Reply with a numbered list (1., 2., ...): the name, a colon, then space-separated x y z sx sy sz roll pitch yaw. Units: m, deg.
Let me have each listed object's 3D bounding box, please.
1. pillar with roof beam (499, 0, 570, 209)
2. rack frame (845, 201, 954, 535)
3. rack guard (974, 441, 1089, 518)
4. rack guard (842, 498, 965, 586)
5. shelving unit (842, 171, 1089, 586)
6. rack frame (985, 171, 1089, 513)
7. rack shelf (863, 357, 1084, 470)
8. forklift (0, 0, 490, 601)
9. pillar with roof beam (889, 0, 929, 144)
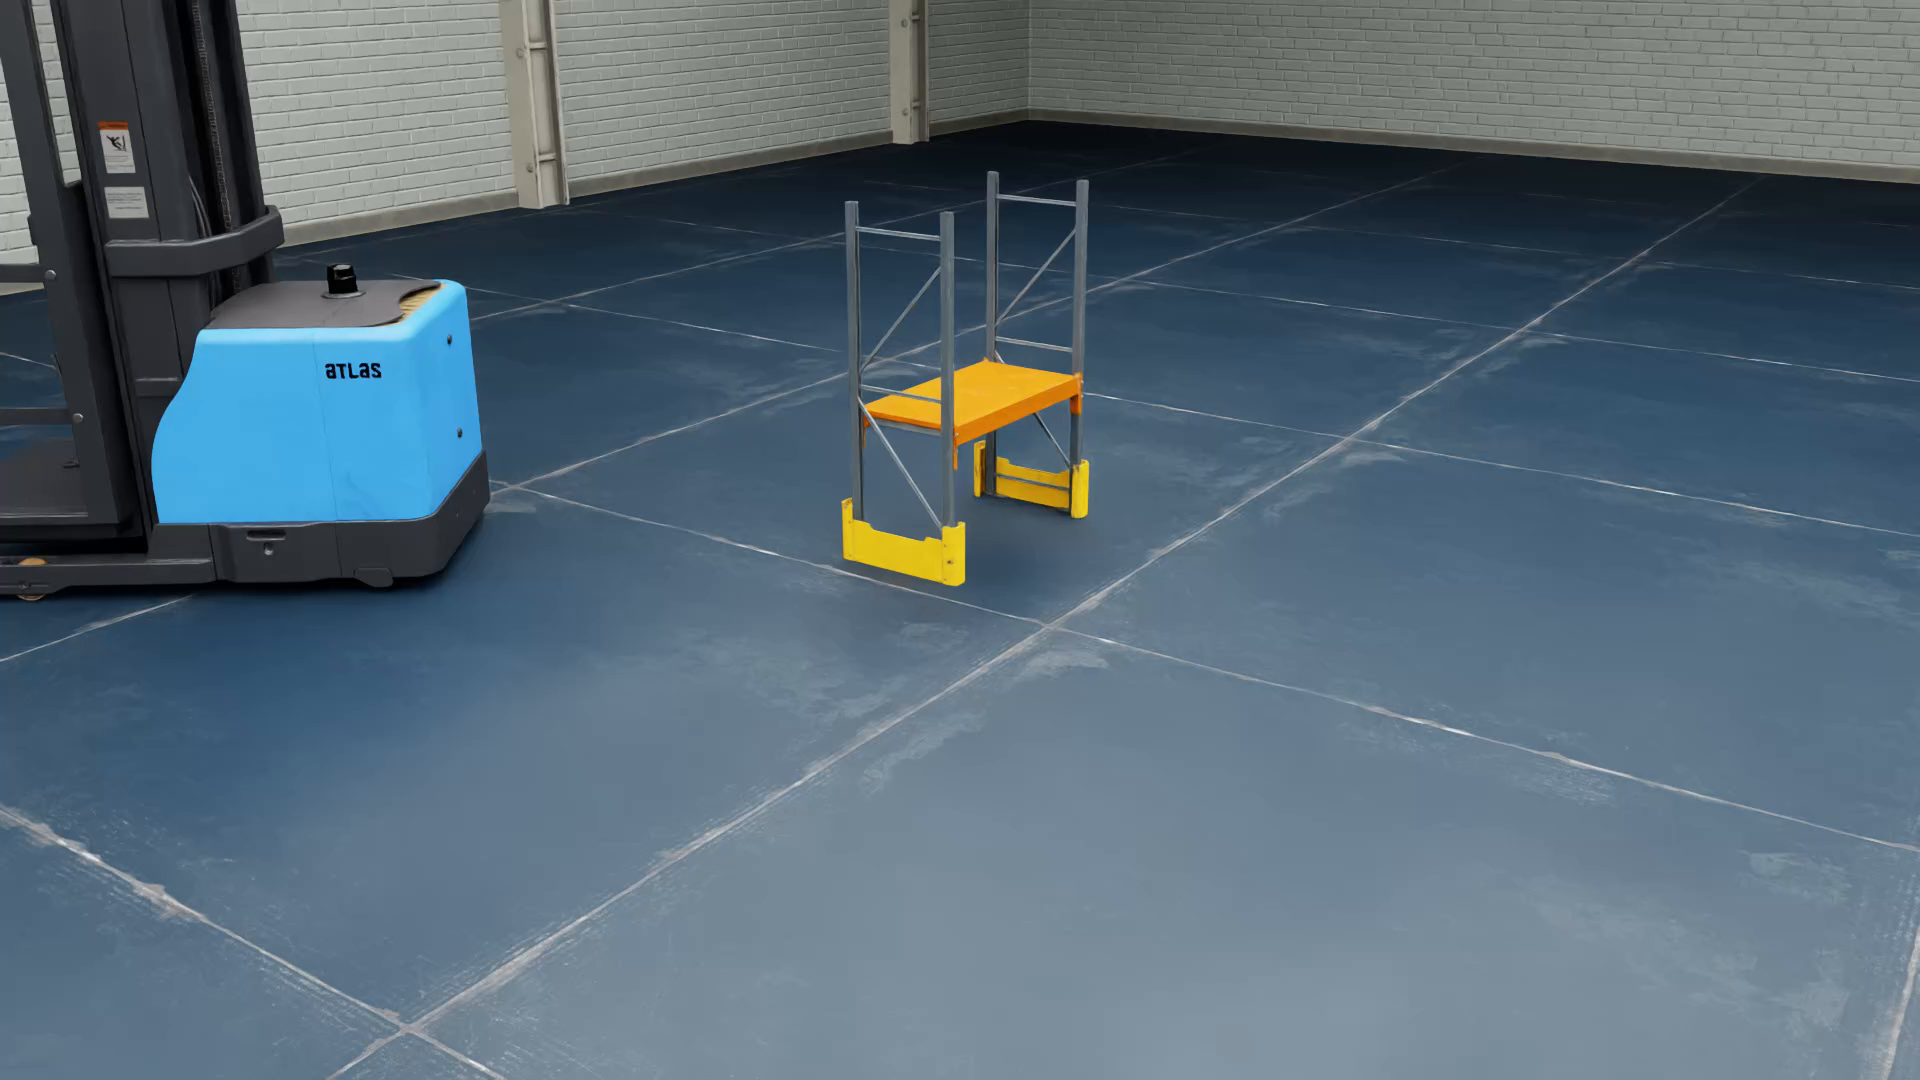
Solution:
1. pillar with roof beam: -0.429 -6.590 12.111 9.100 9.000 0.400 13 24 32
2. rack frame: -0.238 -0.582 6.677 0.500 1.500 0.032 13 24 32
3. rack guard: 0.323 -0.282 7.667 0.587 0.250 0.087 13 24 32
4. rack guard: -0.237 0.004 6.894 0.587 0.250 0.087 13 24 32
5. shelving unit: 0.043 -0.725 7.064 0.587 1.500 1.083 13 24 32
6. rack frame: 0.334 -0.874 7.465 0.500 1.500 0.032 13 24 32
7. rack shelf: 0.048 -0.559 7.133 0.538 0.185 1.000 13 24 32
8. forklift: -3.627 -1.318 6.604 3.031 2.935 1.130 -1 20 -2
9. pillar with roof beam: 2.944 -8.312 16.765 9.100 9.000 0.400 13 24 32
